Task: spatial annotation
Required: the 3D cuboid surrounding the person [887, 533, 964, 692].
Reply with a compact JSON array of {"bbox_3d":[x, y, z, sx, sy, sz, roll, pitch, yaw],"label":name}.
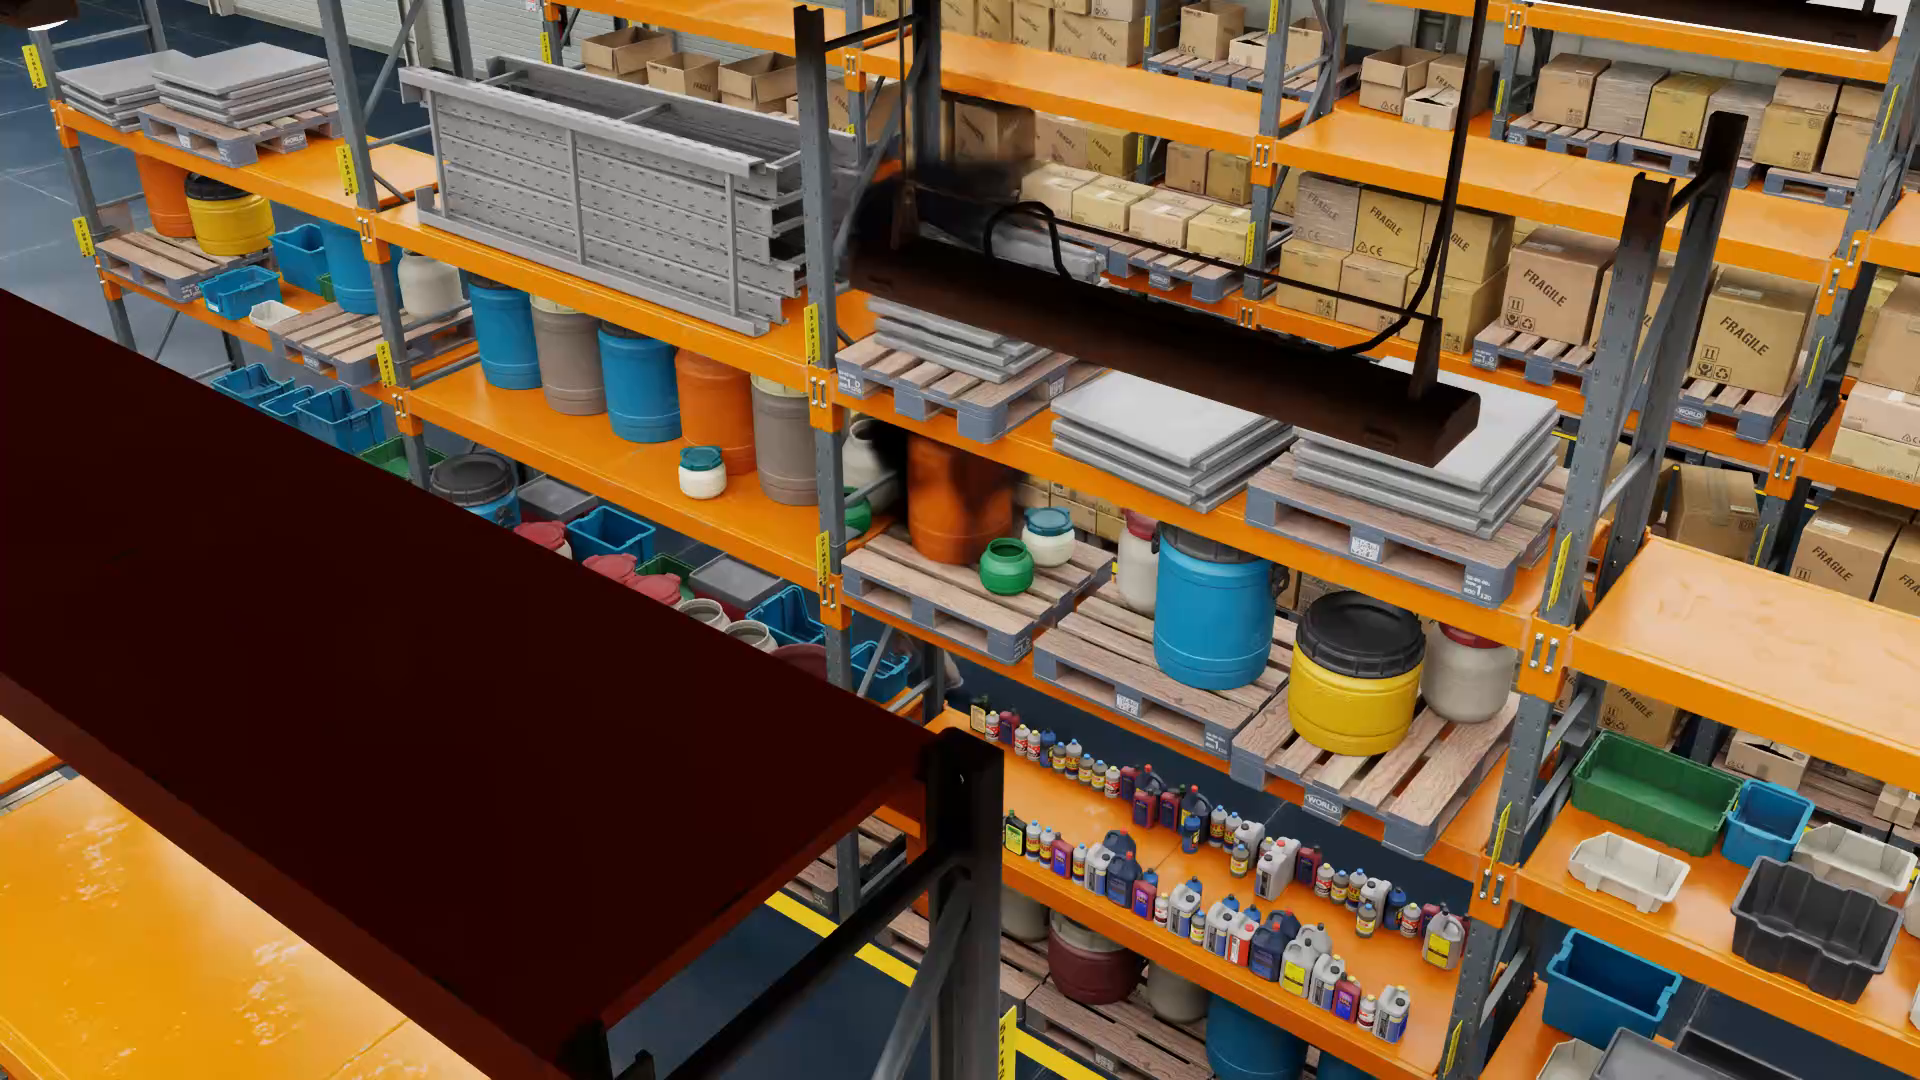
[{"bbox_3d":[-0.337,0.424,12.971,0.860,1.774,0.686,19,36,29],"label":"person"}]
